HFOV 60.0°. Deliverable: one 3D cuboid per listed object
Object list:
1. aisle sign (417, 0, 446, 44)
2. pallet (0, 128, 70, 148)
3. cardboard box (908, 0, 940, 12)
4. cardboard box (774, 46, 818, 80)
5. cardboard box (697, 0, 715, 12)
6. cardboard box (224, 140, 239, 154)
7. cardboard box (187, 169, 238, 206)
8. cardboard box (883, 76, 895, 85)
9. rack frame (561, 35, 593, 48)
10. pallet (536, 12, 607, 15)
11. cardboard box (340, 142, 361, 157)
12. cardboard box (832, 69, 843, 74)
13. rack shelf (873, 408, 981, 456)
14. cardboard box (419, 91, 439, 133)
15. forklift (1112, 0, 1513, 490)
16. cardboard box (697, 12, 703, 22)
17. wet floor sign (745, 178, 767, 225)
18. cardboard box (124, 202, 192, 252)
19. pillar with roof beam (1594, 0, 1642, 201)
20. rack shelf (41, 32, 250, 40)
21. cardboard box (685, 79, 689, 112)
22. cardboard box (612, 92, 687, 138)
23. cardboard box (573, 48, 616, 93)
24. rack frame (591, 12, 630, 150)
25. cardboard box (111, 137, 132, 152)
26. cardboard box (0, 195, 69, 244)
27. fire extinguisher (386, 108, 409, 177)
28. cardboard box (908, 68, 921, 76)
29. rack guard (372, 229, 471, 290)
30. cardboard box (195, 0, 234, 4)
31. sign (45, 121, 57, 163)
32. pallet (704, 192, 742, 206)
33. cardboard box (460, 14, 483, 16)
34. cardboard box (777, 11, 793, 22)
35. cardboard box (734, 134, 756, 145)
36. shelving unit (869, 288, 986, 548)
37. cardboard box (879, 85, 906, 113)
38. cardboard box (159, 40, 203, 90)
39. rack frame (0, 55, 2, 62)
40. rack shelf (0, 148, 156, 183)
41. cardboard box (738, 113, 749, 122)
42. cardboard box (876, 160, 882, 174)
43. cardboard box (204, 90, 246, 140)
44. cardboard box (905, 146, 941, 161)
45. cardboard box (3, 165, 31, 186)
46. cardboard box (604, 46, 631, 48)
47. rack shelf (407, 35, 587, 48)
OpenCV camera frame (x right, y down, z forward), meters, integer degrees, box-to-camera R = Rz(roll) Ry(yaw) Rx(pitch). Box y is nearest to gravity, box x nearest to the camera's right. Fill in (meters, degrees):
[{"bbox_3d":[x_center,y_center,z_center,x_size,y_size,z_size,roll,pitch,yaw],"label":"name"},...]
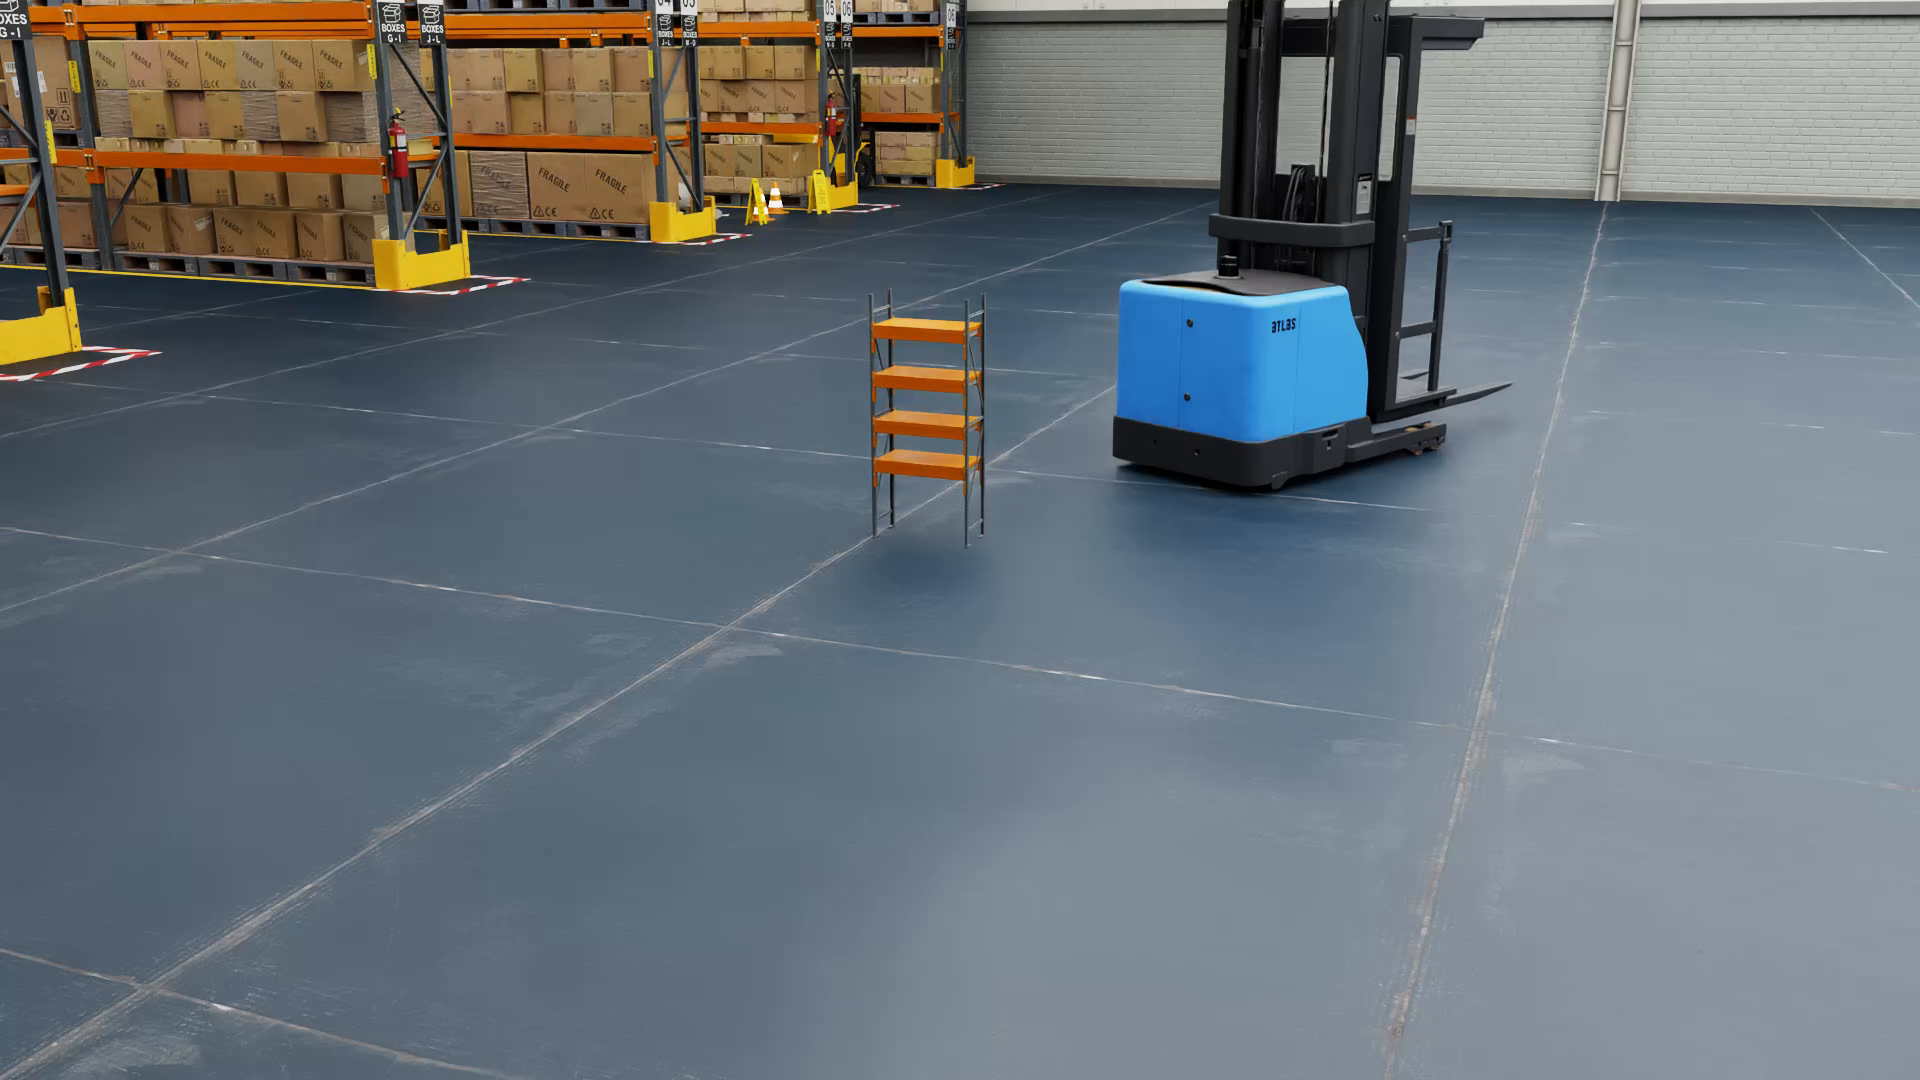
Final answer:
[{"bbox_3d":[-5.396,-5.461,16.942,0.004,0.787,0.394,6,17,21],"label":"aisle sign"},{"bbox_3d":[-11.149,-4.676,19.243,1.213,0.211,1.003,6,17,21],"label":"pallet"},{"bbox_3d":[-0.611,-9.719,29.781,0.500,0.500,0.500,7,18,22],"label":"cardboard box"},{"bbox_3d":[-2.483,-7.378,25.702,0.500,0.500,0.700,6,17,19],"label":"cardboard box"},{"bbox_3d":[-3.925,-8.360,25.945,0.500,0.250,0.500,6,17,21],"label":"cardboard box"},{"bbox_3d":[-7.545,-4.166,17.594,0.250,0.149,0.380,6,17,21],"label":"cardboard box"},{"bbox_3d":[-10.558,-5.271,24.233,0.750,0.750,1.050,6,17,20],"label":"cardboard box"},{"bbox_3d":[-1.229,-8.411,30.422,0.250,0.149,0.380,6,17,20],"label":"cardboard box"},{"bbox_3d":[-7.552,-8.817,33.166,0.127,3.000,1.000,6,17,21],"label":"rack frame"},{"bbox_3d":[-6.184,-8.562,27.242,1.003,0.211,1.213,6,17,21],"label":"pallet"},{"bbox_3d":[-6.137,-4.022,17.098,0.250,0.149,0.380,6,17,21],"label":"cardboard box"},{"bbox_3d":[-2.177,-8.669,30.778,0.250,0.149,0.380,6,17,21],"label":"cardboard box"},{"bbox_3d":[-0.154,-0.529,8.083,0.480,0.148,0.258,6,17,21],"label":"rack shelf"},{"bbox_3d":[-7.023,-5.864,22.723,0.550,0.550,0.875,6,17,21],"label":"cardboard box"},{"bbox_3d":[2.300,-2.006,9.828,3.031,2.935,1.130,-15,22,-41],"label":"forklift"},{"bbox_3d":[-4.012,-8.187,26.064,0.250,0.149,0.380,6,17,21],"label":"cardboard box"},{"bbox_3d":[-2.896,-4.797,23.541,0.232,0.644,0.267,3,17,11],"label":"wet floor sign"},{"bbox_3d":[-8.927,-3.500,18.581,0.500,0.500,0.500,6,17,19],"label":"cardboard box"},{"bbox_3d":[9.157,-8.841,22.487,0.400,9.000,9.100,6,17,21],"label":"pillar with roof beam"},{"bbox_3d":[-14.951,-9.239,30.527,4.000,0.370,1.077,6,17,21],"label":"rack shelf"},{"bbox_3d":[-4.404,-7.094,26.517,0.500,0.500,0.500,6,17,20],"label":"cardboard box"},{"bbox_3d":[-4.011,-5.515,21.523,0.550,0.550,0.875,6,17,21],"label":"cardboard box"},{"bbox_3d":[-4.526,-6.088,21.559,0.550,0.550,0.875,6,17,21],"label":"cardboard box"},{"bbox_3d":[-5.648,-7.121,27.321,0.127,3.000,1.000,6,17,21],"label":"rack frame"},{"bbox_3d":[-8.967,-4.301,18.059,0.250,0.149,0.380,6,17,21],"label":"cardboard box"},{"bbox_3d":[-10.805,-3.740,19.372,0.500,0.500,0.700,5,17,16],"label":"cardboard box"},{"bbox_3d":[-5.626,-3.973,16.617,0.183,0.674,0.296,6,17,21],"label":"fire extinguisher"},{"bbox_3d":[-0.761,-8.501,30.198,0.250,0.149,0.380,6,17,21],"label":"cardboard box"},{"bbox_3d":[-5.634,-2.949,17.433,0.348,0.500,1.175,6,17,21],"label":"rack guard"},{"bbox_3d":[-7.514,-5.648,17.138,0.500,0.250,0.500,6,17,20],"label":"cardboard box"},{"bbox_3d":[-7.175,-3.132,13.085,0.005,0.325,0.100,6,17,21],"label":"sign"},{"bbox_3d":[-3.872,-5.598,27.076,1.213,0.211,1.003,6,17,21],"label":"pallet"},{"bbox_3d":[-7.940,-8.871,27.786,0.637,0.503,0.797,6,17,21],"label":"cardboard box"},{"bbox_3d":[-2.605,-8.012,25.463,0.250,0.149,0.380,6,17,21],"label":"cardboard box"},{"bbox_3d":[-3.367,-6.325,26.251,0.250,0.149,0.380,7,17,22],"label":"cardboard box"},{"bbox_3d":[-0.154,-0.593,8.065,0.503,1.200,0.258,6,17,21],"label":"shelving unit"},{"bbox_3d":[-1.143,-8.085,30.463,0.500,0.500,0.500,7,18,22],"label":"cardboard box"},{"bbox_3d":[-8.029,-5.007,17.536,0.500,0.500,0.500,6,17,21],"label":"cardboard box"},{"bbox_3d":[-14.813,-6.645,25.682,0.127,3.000,1.000,6,17,21],"label":"rack frame"},{"bbox_3d":[-11.145,-4.410,19.273,4.000,0.370,1.077,6,17,21],"label":"rack shelf"},{"bbox_3d":[-3.298,-6.684,26.266,0.250,0.149,0.380,7,17,21],"label":"cardboard box"},{"bbox_3d":[-1.584,-6.953,30.923,0.500,0.250,0.500,6,17,21],"label":"cardboard box"},{"bbox_3d":[-7.484,-4.532,17.692,0.500,0.500,0.875,6,17,21],"label":"cardboard box"},{"bbox_3d":[-0.677,-7.089,30.495,0.500,0.250,0.500,6,17,20],"label":"cardboard box"},{"bbox_3d":[-14.223,-5.502,25.475,0.500,0.500,0.500,7,18,23],"label":"cardboard box"},{"bbox_3d":[-5.319,-7.690,26.777,0.500,0.500,0.700,6,17,20],"label":"cardboard box"},{"bbox_3d":[-9.412,-10.117,33.553,4.000,0.370,1.077,6,17,21],"label":"rack shelf"}]
